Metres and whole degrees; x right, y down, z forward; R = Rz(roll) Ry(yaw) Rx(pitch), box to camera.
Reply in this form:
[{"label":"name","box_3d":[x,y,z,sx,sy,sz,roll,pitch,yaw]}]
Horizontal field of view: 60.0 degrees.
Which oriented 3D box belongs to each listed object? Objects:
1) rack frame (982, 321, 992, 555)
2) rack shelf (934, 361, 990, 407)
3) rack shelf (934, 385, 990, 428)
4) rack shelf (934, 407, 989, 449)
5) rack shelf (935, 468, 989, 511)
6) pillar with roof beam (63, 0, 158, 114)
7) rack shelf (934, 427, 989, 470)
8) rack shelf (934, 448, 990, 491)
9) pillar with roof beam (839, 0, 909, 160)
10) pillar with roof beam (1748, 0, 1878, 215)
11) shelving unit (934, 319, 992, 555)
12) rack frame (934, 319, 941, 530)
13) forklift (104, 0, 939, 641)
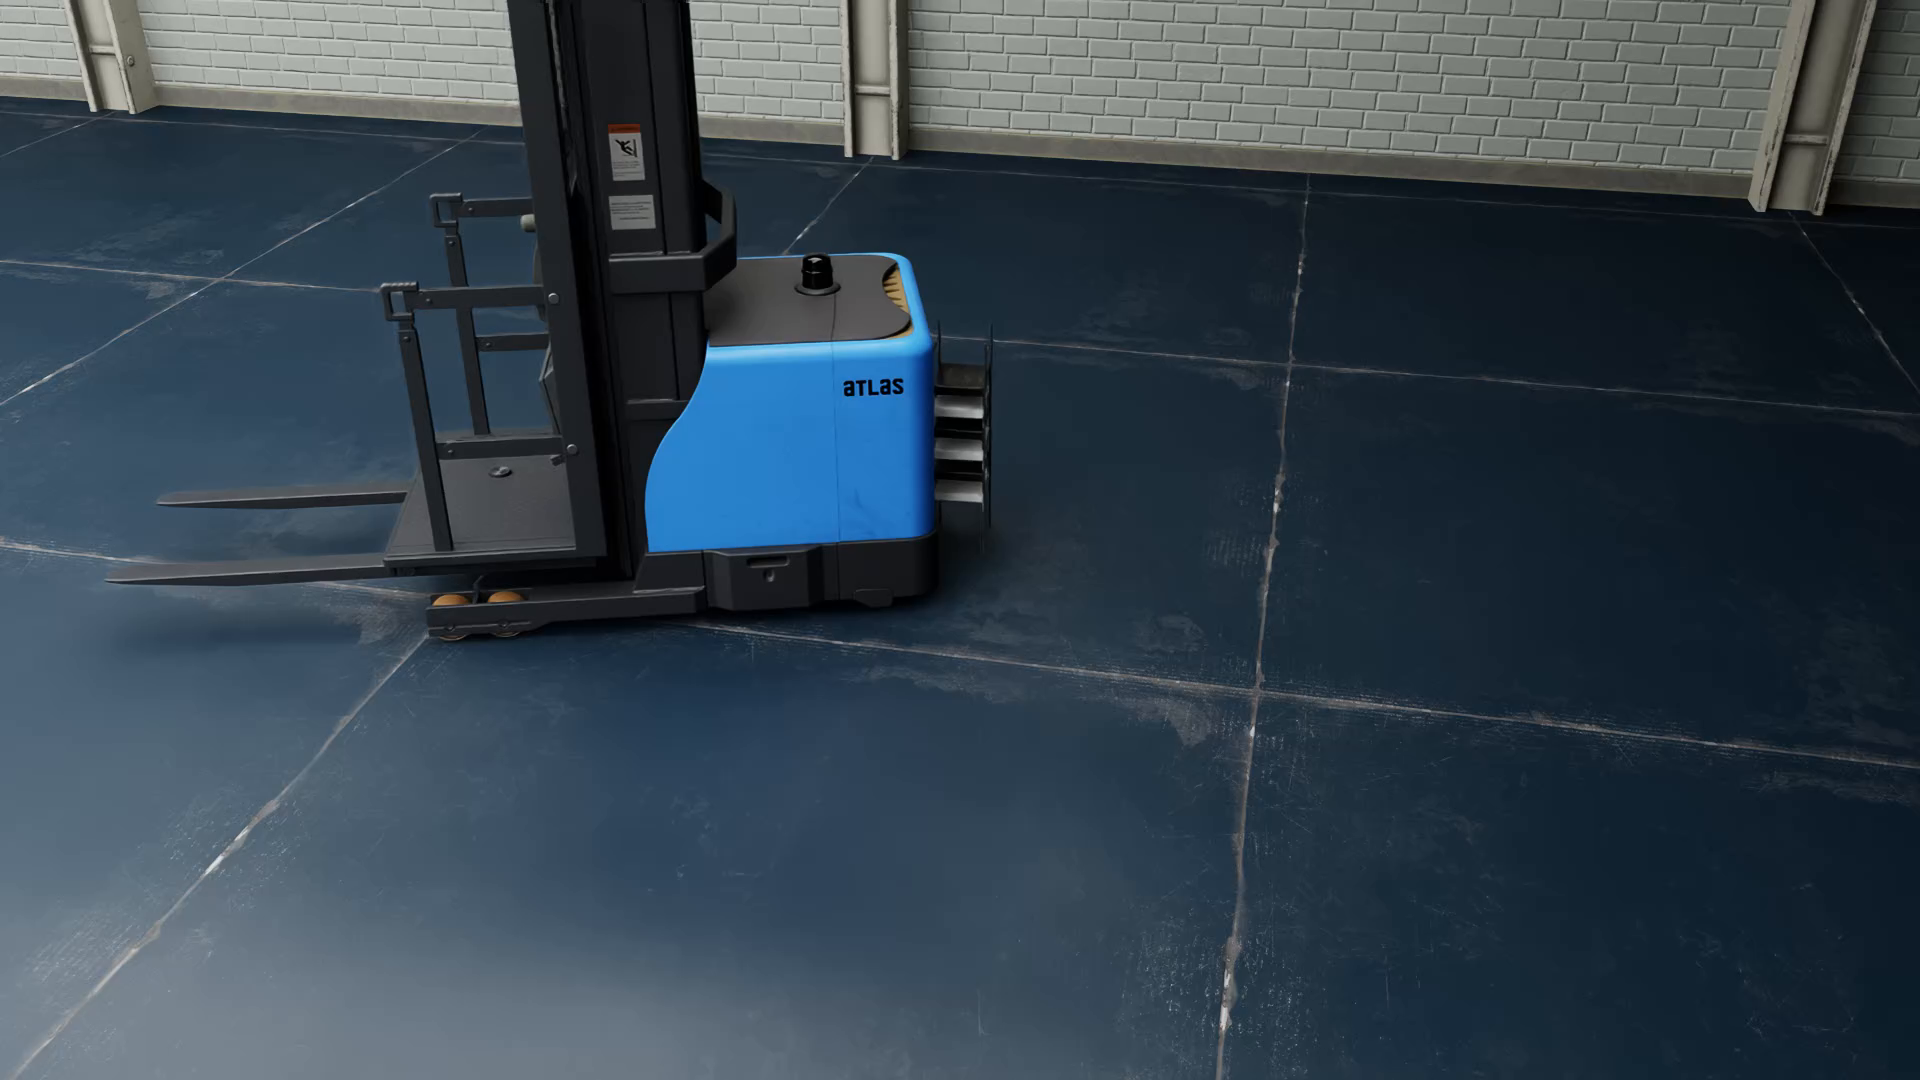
[{"label":"rack frame","box_3d":[0.107,-0.392,6.528,0.006,0.900,0.240,3,29,6]},{"label":"rack shelf","box_3d":[0.006,-0.605,6.426,0.200,0.077,0.258,3,29,6]},{"label":"rack shelf","box_3d":[0.006,-0.526,6.469,0.200,0.077,0.258,3,29,6]},{"label":"rack shelf","box_3d":[0.006,-0.447,6.512,0.200,0.077,0.258,3,29,6]},{"label":"rack shelf","box_3d":[0.006,-0.211,6.642,0.200,0.077,0.258,3,29,6]},{"label":"pillar with roof beam","box_3d":[-7.350,-5.268,7.002,0.400,9.000,9.100,6,29,11]},{"label":"rack shelf","box_3d":[0.006,-0.368,6.555,0.200,0.077,0.258,3,29,6]},{"label":"rack shelf","box_3d":[0.006,-0.290,6.599,0.200,0.077,0.258,3,29,6]},{"label":"pillar with roof beam","box_3d":[-1.482,-4.666,5.903,0.400,9.000,9.100,6,29,11]},{"label":"pillar with roof beam","box_3d":[4.385,-4.065,4.804,0.400,9.000,9.100,6,29,11]},{"label":"shelving unit","box_3d":[0.006,-0.398,6.539,0.210,0.900,0.258,3,29,6]},{"label":"rack frame","box_3d":[-0.095,-0.404,6.550,0.006,0.900,0.240,3,29,6]},{"label":"forklift","box_3d":[-1.634,-1.187,5.865,3.031,2.935,1.130,-3,29,-6]}]
